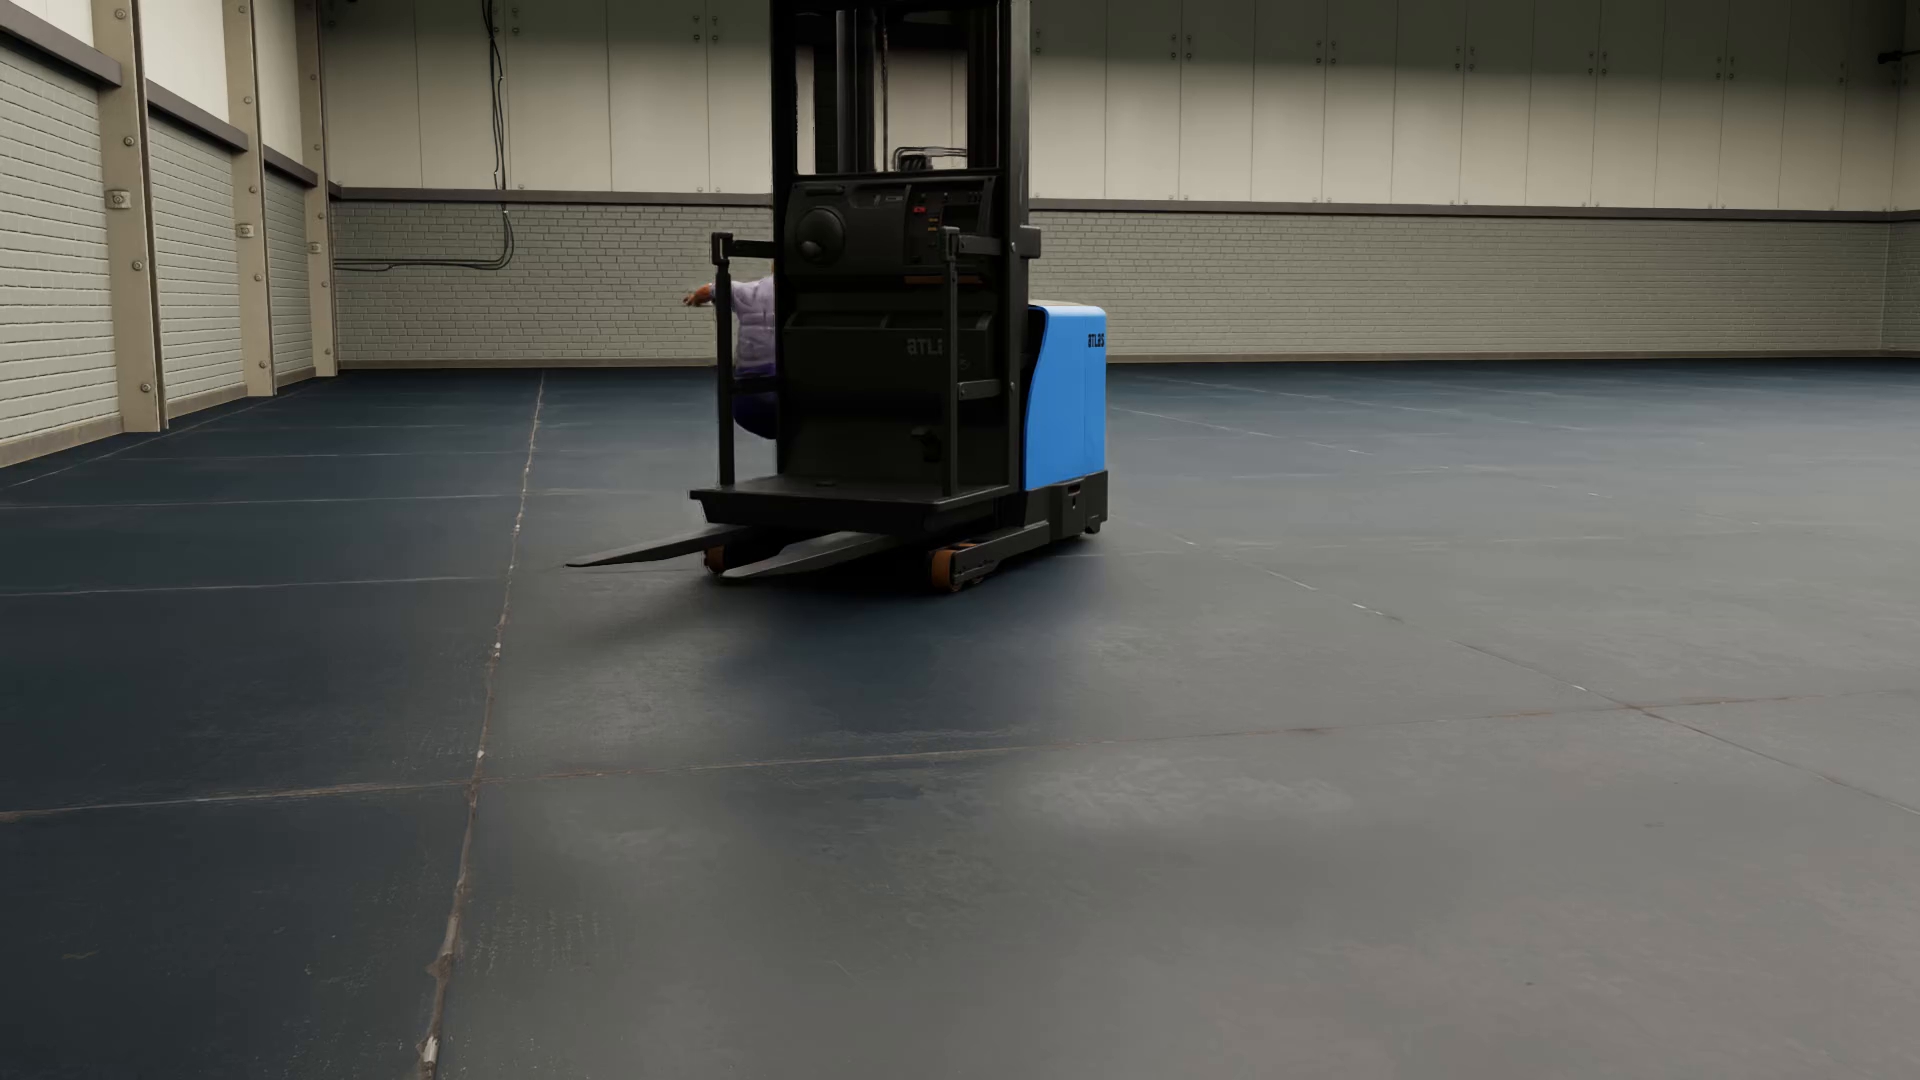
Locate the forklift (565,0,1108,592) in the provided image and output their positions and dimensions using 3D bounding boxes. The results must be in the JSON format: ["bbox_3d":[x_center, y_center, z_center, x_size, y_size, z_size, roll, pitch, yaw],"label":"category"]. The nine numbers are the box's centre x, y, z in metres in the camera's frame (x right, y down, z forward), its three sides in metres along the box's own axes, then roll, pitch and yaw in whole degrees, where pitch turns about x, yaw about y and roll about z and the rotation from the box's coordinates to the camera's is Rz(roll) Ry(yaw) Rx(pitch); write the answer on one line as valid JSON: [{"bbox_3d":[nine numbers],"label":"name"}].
[{"bbox_3d":[-0.379,-1.322,6.577,1.130,2.935,3.031,4,9,24],"label":"forklift"}]

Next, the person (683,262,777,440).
[{"bbox_3d":[-0.834,-0.762,8.250,1.526,1.377,0.760,5,9,30],"label":"person"}]
